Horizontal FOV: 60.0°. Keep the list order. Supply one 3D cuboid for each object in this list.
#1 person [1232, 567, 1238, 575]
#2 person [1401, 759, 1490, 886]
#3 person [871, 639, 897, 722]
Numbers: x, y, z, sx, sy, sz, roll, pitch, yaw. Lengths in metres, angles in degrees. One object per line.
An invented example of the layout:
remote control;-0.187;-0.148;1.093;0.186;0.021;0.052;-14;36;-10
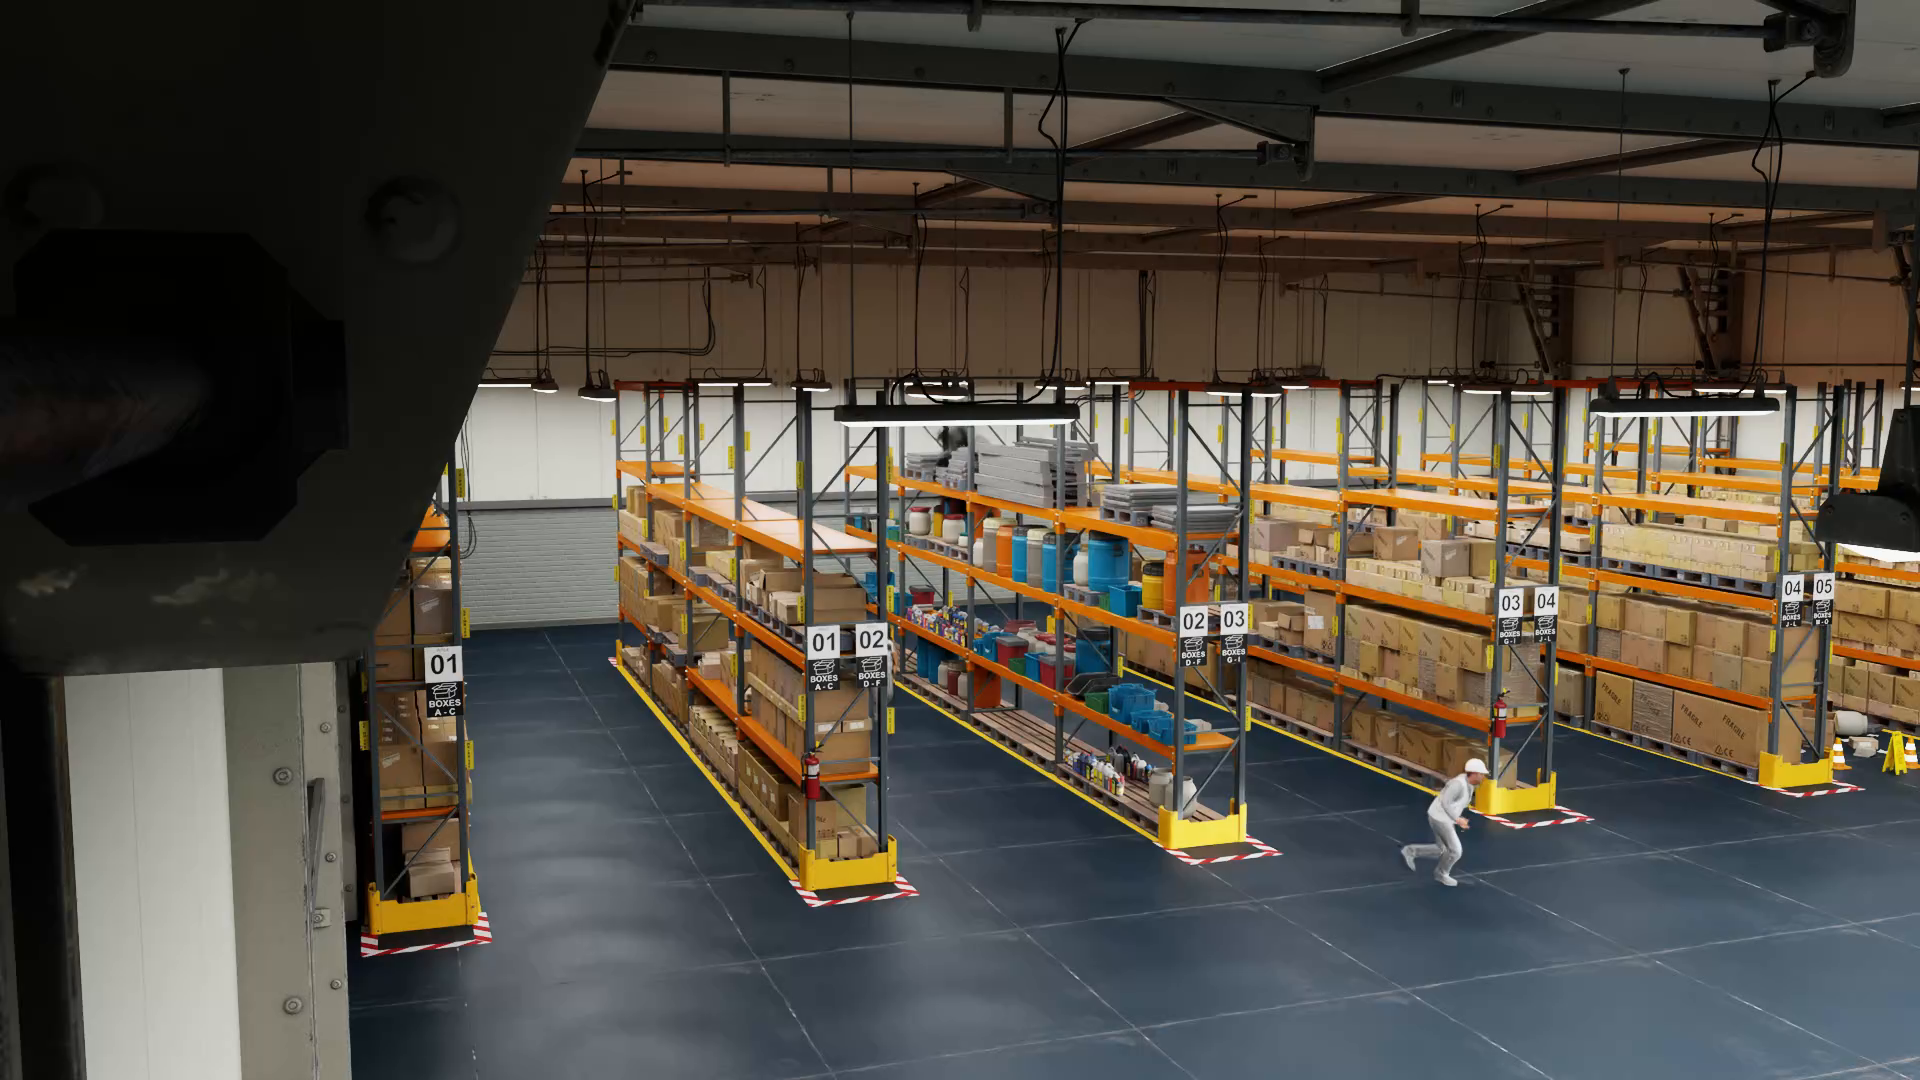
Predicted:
person;6.937;1.198;41.191;0.590;1.633;0.576;-3;7;-29
person;5.918;3.408;20.300;1.026;1.583;0.672;3;7;29
person;-1.318;2.265;28.145;0.640;1.643;0.508;-2;7;-22
